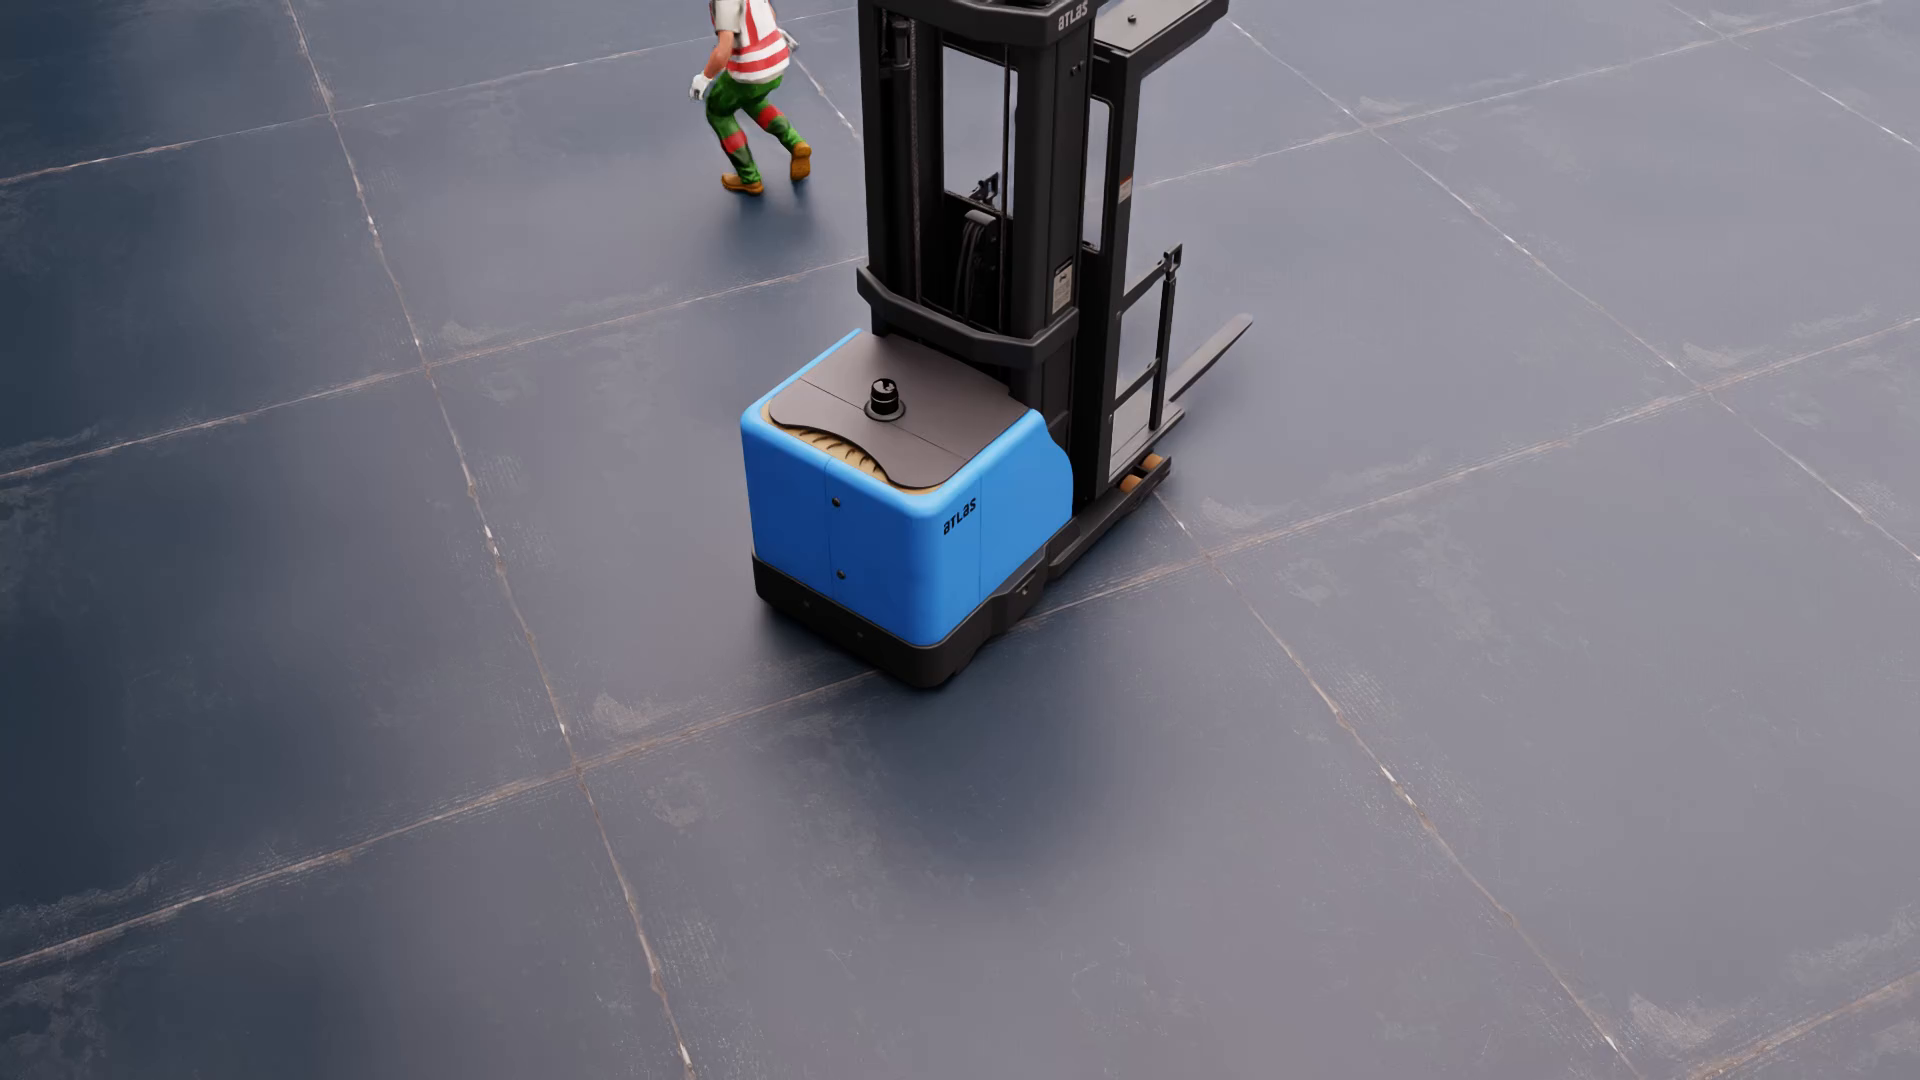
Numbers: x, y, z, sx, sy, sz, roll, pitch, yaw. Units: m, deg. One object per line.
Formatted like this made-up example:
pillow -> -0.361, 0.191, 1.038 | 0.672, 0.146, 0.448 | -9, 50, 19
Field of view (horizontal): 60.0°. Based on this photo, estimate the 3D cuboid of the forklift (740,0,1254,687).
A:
forklift -> 0.369, -1.403, 7.184 | 1.130, 2.935, 3.031 | 27, 50, 26

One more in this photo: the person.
person -> -1.196, -2.802, 9.695 | 0.597, 1.586, 0.936 | 21, 47, 21
